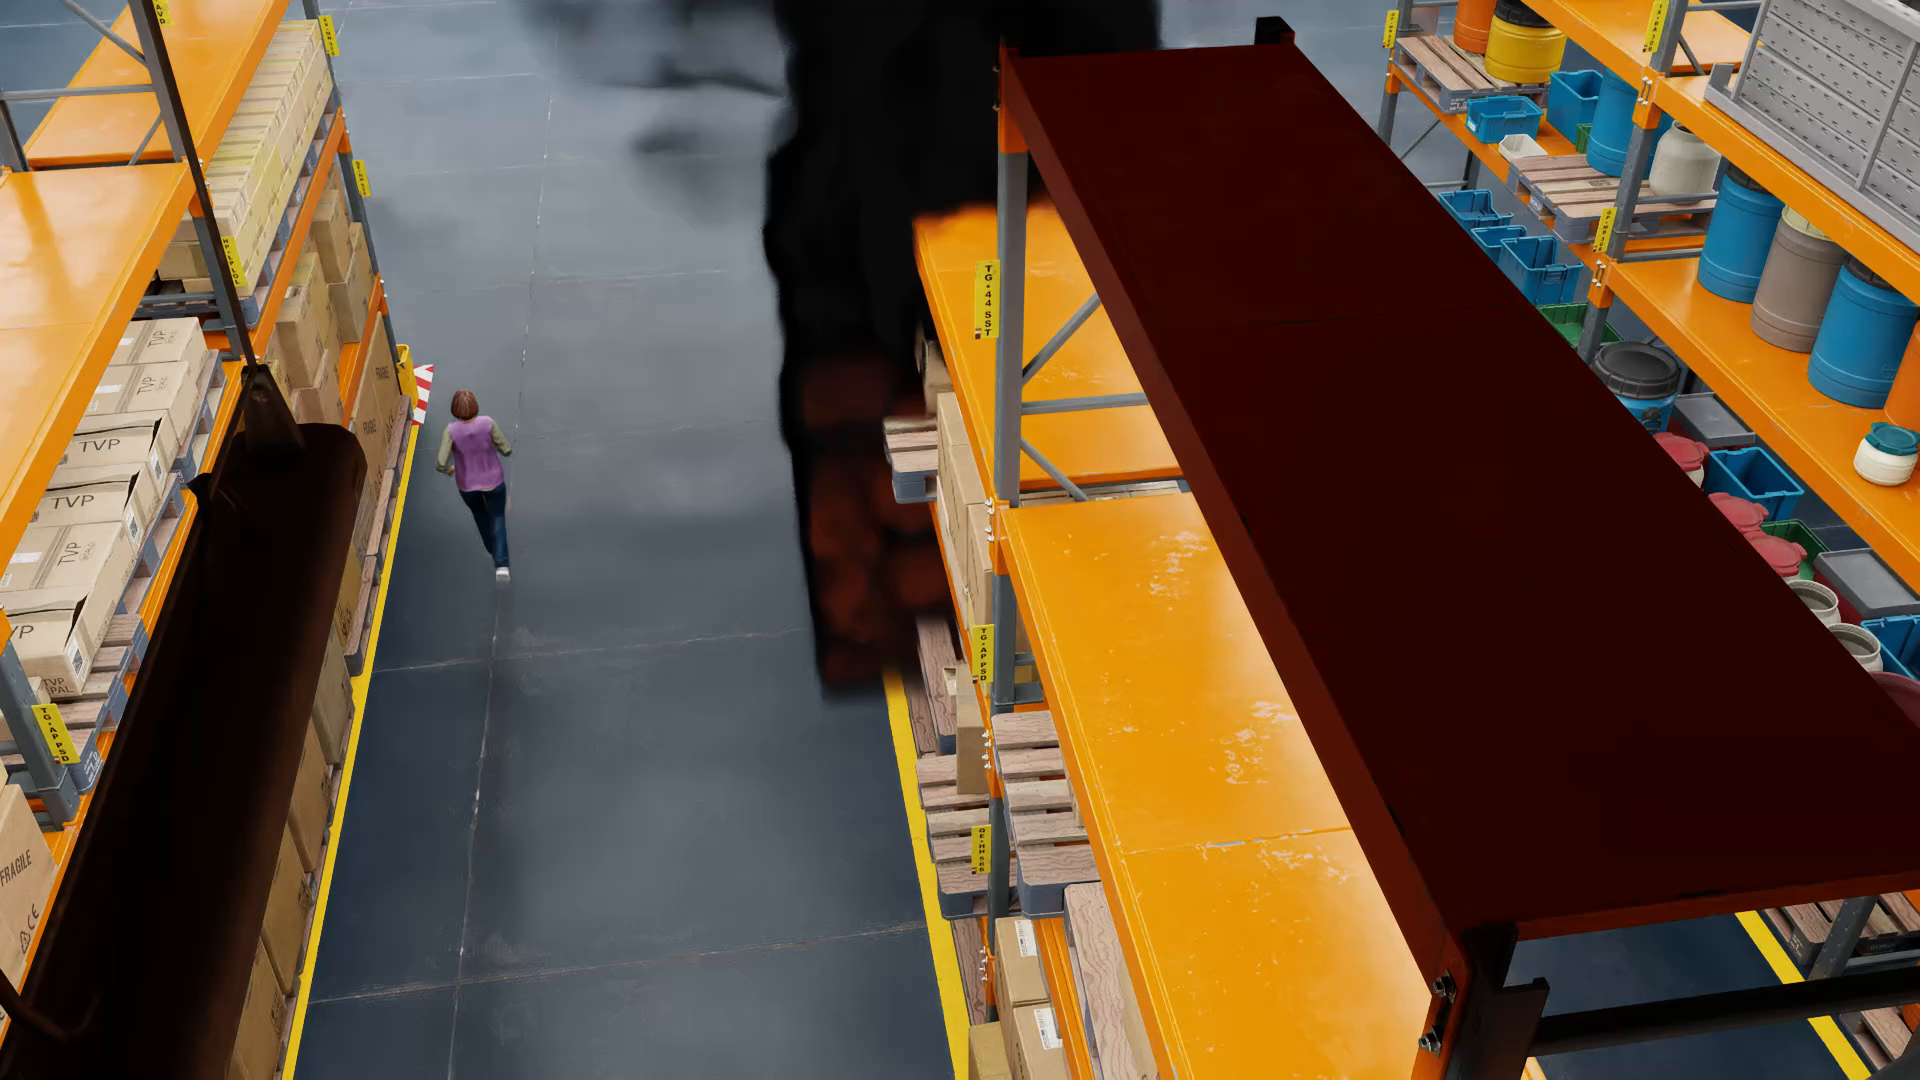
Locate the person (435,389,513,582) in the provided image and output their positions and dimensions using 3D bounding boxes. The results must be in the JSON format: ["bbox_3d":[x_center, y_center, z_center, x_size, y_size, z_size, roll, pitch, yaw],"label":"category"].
[{"bbox_3d":[-3.511,-0.411,12.178,0.539,1.599,0.754,-10,37,-13],"label":"person"}]
